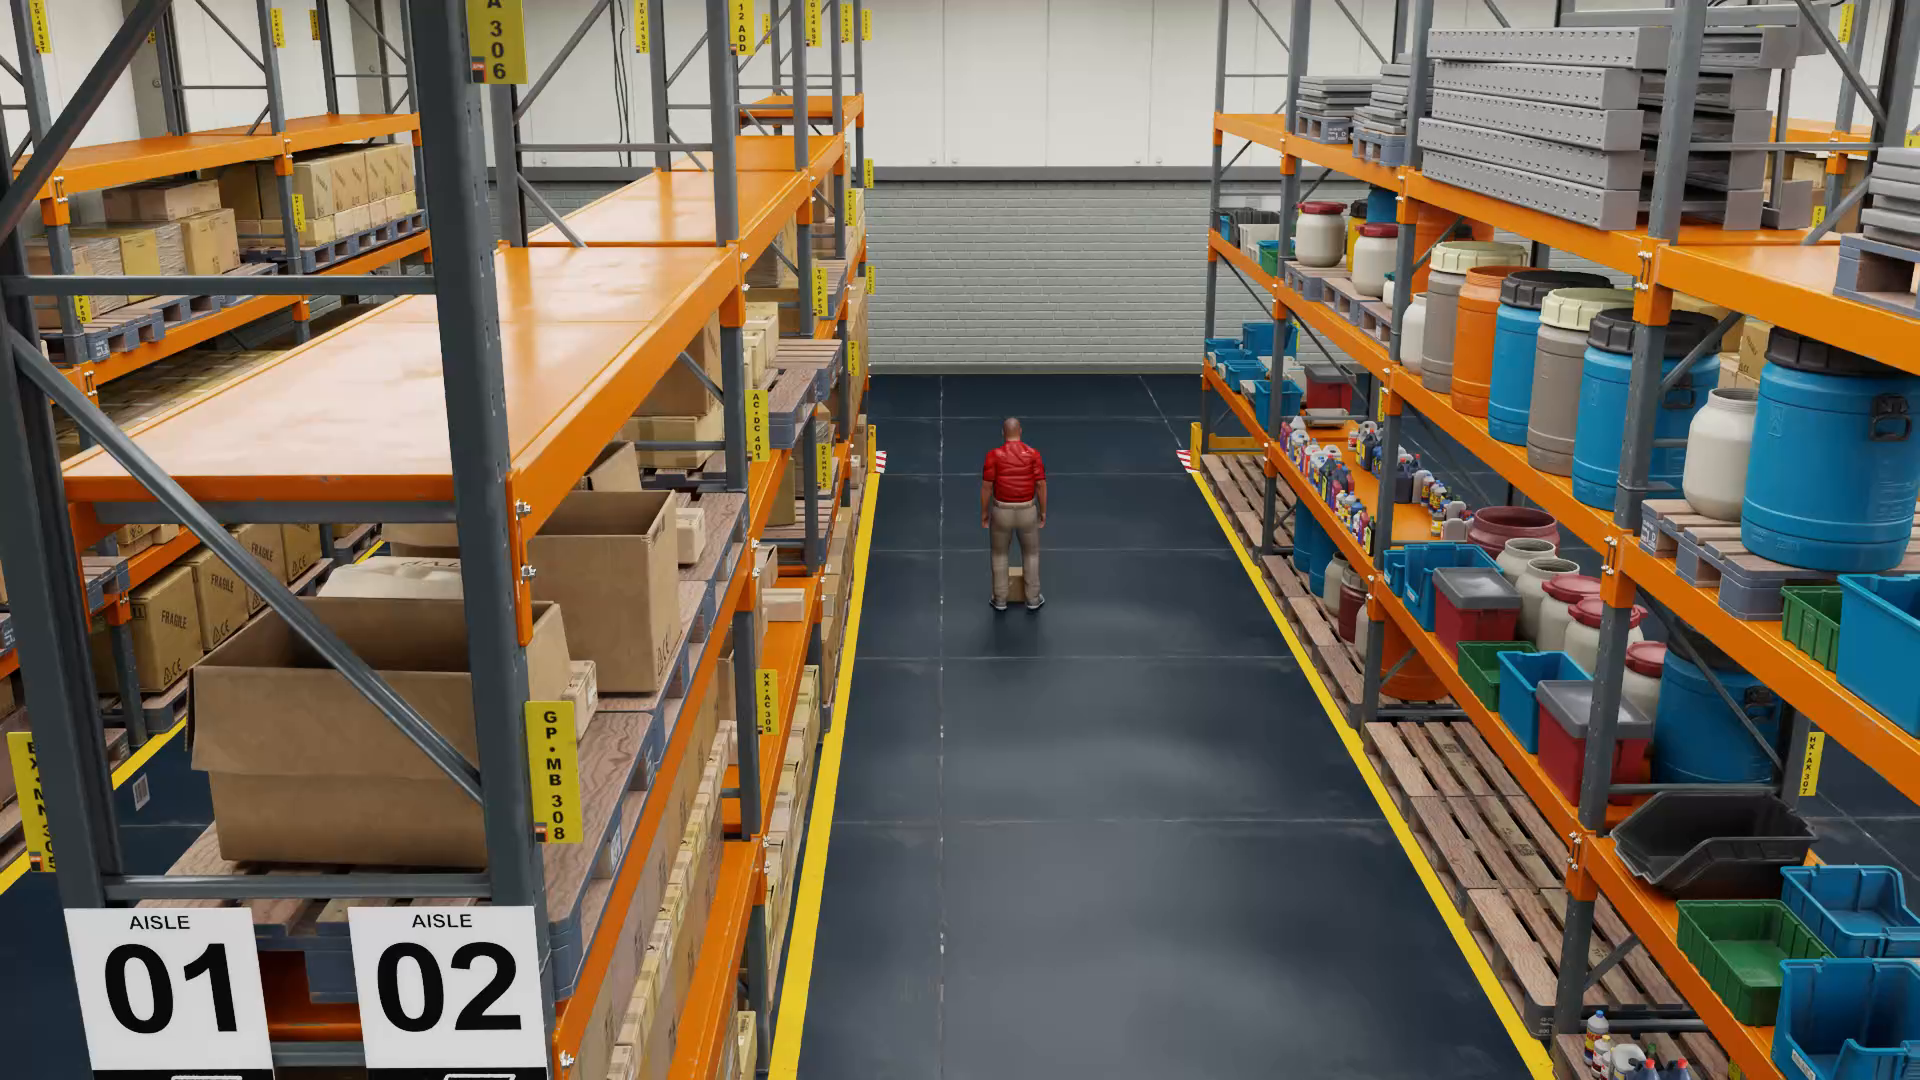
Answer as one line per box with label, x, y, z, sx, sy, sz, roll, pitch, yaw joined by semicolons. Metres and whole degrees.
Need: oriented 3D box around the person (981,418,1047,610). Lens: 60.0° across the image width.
person;0.479;-0.227;14.811;0.588;1.726;0.389;0;17;-1
